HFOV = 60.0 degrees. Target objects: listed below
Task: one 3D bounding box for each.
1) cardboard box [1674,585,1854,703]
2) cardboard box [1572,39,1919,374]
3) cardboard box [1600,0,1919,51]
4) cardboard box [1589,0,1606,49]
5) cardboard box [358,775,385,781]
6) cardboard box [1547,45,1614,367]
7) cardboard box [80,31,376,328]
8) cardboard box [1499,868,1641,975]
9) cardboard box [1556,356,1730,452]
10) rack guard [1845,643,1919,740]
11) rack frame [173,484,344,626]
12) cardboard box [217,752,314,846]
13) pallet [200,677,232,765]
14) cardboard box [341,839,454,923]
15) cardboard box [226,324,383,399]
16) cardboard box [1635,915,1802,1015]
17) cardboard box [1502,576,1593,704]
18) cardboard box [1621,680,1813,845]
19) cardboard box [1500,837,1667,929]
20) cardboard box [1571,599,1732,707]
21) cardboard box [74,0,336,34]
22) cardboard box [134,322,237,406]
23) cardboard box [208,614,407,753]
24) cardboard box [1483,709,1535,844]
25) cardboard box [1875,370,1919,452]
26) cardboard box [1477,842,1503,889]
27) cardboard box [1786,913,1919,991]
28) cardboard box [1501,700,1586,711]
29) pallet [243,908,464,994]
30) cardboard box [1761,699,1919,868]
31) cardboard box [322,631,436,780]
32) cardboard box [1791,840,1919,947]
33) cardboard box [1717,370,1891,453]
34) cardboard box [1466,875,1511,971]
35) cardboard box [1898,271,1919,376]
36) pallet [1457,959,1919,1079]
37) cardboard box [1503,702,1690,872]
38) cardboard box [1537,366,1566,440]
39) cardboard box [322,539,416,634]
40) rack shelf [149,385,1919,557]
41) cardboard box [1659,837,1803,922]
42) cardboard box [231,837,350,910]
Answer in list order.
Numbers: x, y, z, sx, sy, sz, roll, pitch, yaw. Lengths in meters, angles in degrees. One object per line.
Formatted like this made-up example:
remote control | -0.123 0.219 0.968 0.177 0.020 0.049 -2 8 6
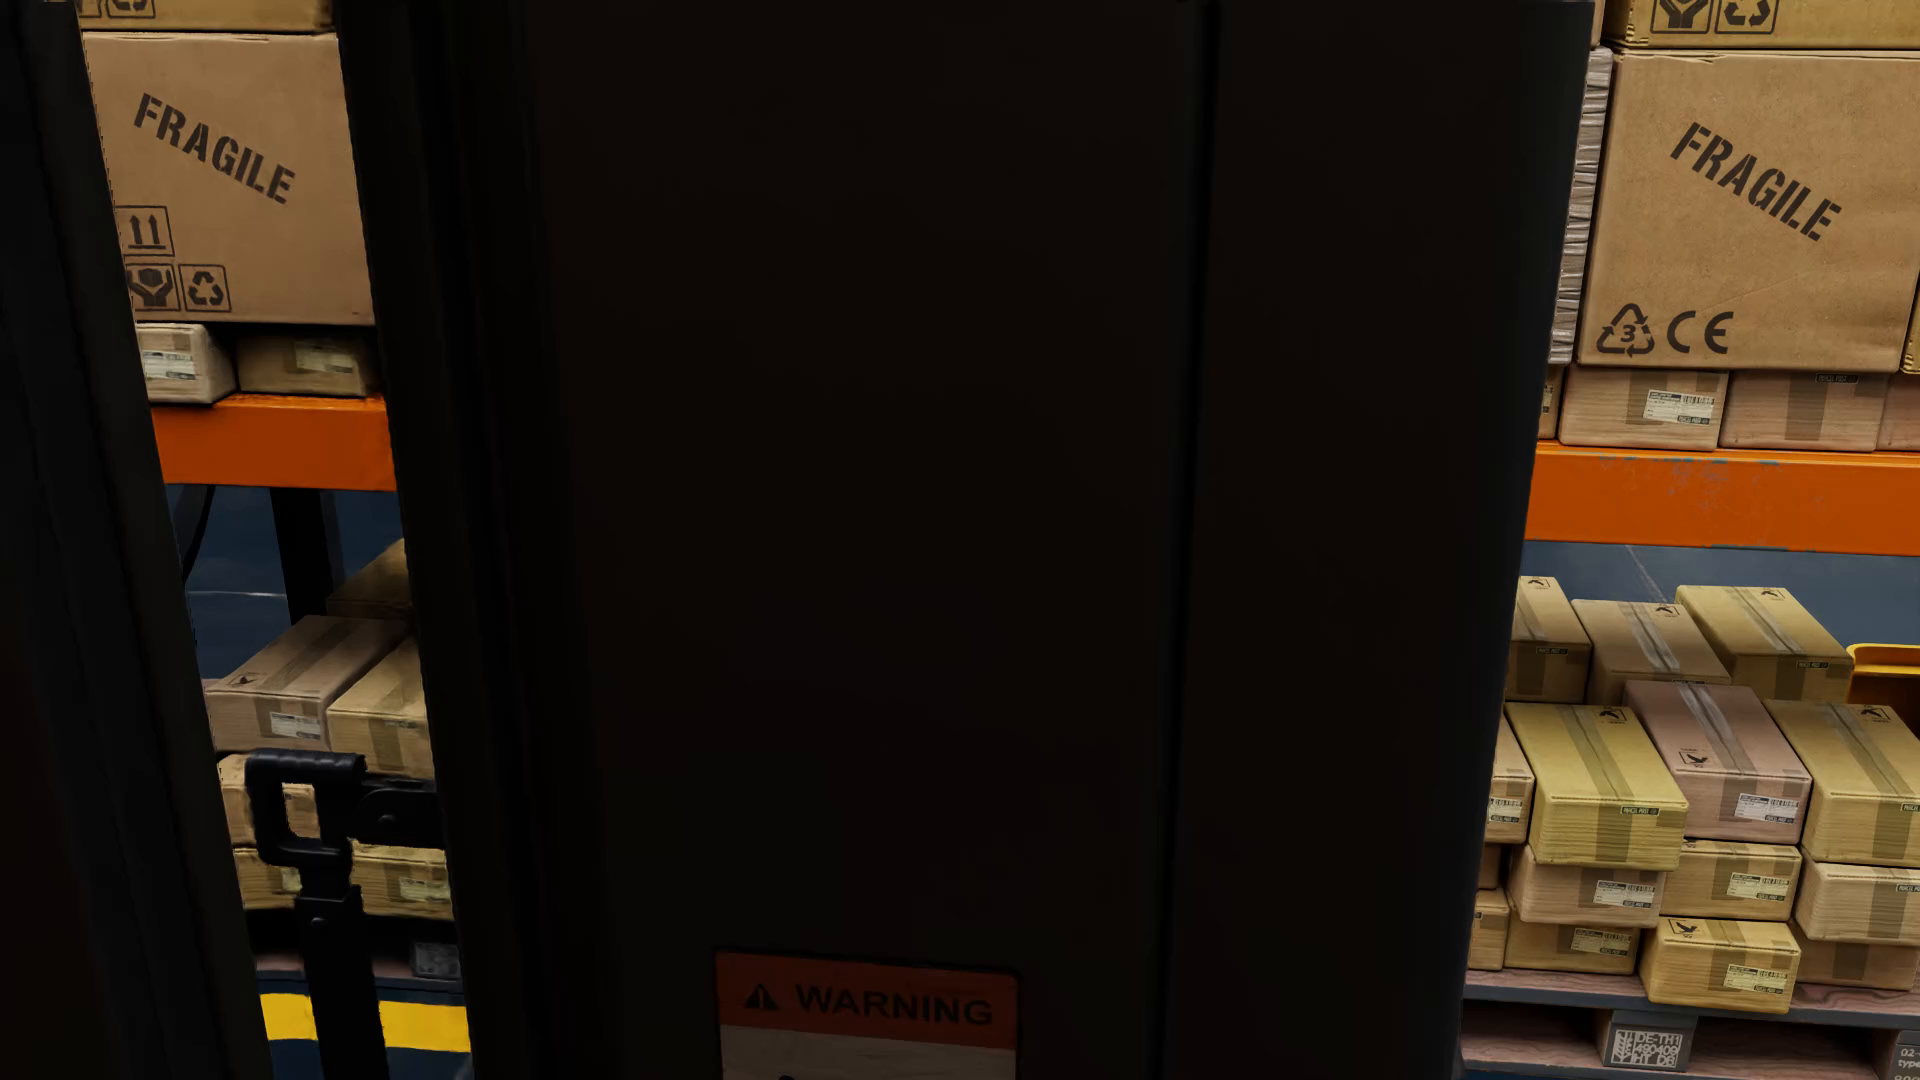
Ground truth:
cardboard box | 1.789 0.245 3.737 0.250 0.149 0.380 2 22 4
cardboard box | 1.282 -0.597 2.828 0.500 0.500 0.500 2 22 5
cardboard box | 1.283 -1.063 2.648 0.500 0.500 0.500 2 22 4
cardboard box | 0.765 -1.082 2.696 0.500 0.500 0.500 4 22 9
cardboard box | -1.119 0.468 3.579 0.250 0.149 0.380 3 22 7
cardboard box | 0.777 -0.615 2.875 0.500 0.500 0.500 3 22 6
cardboard box | -1.241 -0.706 3.106 0.500 0.500 0.500 2 22 5
cardboard box | 1.203 0.705 3.384 0.250 0.149 0.380 2 22 6
cardboard box | 1.163 -0.288 2.931 0.250 0.149 0.380 3 22 8
rack guard | 2.194 0.697 3.497 0.348 0.500 1.175 2 22 6
rack frame | -1.703 -0.635 3.466 0.127 3.000 1.000 2 22 6
cardboard box | -1.380 0.490 3.523 0.250 0.149 0.380 3 22 9
pallet | -2.476 0.629 4.063 1.213 0.211 1.003 2 22 6
cardboard box | -1.115 0.640 3.548 0.250 0.149 0.380 3 22 8
cardboard box | -1.195 -0.402 3.220 0.250 0.149 0.380 3 22 8
cardboard box | 1.455 0.748 3.275 0.250 0.149 0.380 3 22 8
cardboard box | 1.266 0.219 3.802 0.250 0.149 0.380 2 22 6
cardboard box | 1.471 0.430 3.271 0.250 0.149 0.380 3 22 7
cardboard box | 1.195 0.590 3.270 0.250 0.149 0.380 2 22 4
cardboard box | 1.501 0.277 3.656 0.250 0.149 0.380 3 22 7
cardboard box | -1.283 -1.176 2.935 0.500 0.500 0.500 3 22 8
cardboard box | -1.460 -0.387 3.179 0.250 0.149 0.380 3 22 8
cardboard box | -1.385 0.309 3.575 0.250 0.149 0.380 3 22 8
cardboard box | 0.949 0.430 3.269 0.250 0.149 0.380 2 22 4
cardboard box | 1.670 -0.281 2.911 0.250 0.149 0.380 2 22 6
cardboard box | 0.941 0.540 3.395 0.250 0.149 0.380 2 22 6
cardboard box | 1.722 0.722 3.341 0.250 0.149 0.380 3 22 7
cardboard box | 1.261 0.403 3.742 0.250 0.149 0.380 3 22 7
pallet | -1.032 0.678 3.938 1.213 0.211 1.003 2 22 6
cardboard box | 1.714 0.461 3.190 0.250 0.149 0.380 3 22 7
cardboard box | -1.119 0.343 3.490 0.250 0.149 0.380 4 22 9
cardboard box | 1.712 0.611 3.215 0.250 0.149 0.380 2 22 5
cardboard box | 1.419 -0.286 2.925 0.250 0.149 0.380 2 22 6
cardboard box | 0.956 0.699 3.399 0.250 0.149 0.380 3 22 7
cardboard box | 1.793 -0.572 2.767 0.500 0.500 0.500 3 22 7
pallet | 1.391 0.783 3.671 1.213 0.211 1.003 2 22 6
cardboard box | 1.199 0.465 3.182 0.250 0.149 0.380 2 22 5
cardboard box | 0.905 -0.311 2.987 0.250 0.149 0.380 2 22 4
cardboard box | -1.319 0.139 4.005 0.250 0.149 0.380 3 22 8
rack shelf | 0.283 -0.214 3.380 4.000 0.370 1.077 2 22 6
cardboard box | 1.459 0.581 3.293 0.250 0.149 0.380 2 22 5
cardboard box | -1.379 0.628 3.577 0.250 0.149 0.380 2 22 4
